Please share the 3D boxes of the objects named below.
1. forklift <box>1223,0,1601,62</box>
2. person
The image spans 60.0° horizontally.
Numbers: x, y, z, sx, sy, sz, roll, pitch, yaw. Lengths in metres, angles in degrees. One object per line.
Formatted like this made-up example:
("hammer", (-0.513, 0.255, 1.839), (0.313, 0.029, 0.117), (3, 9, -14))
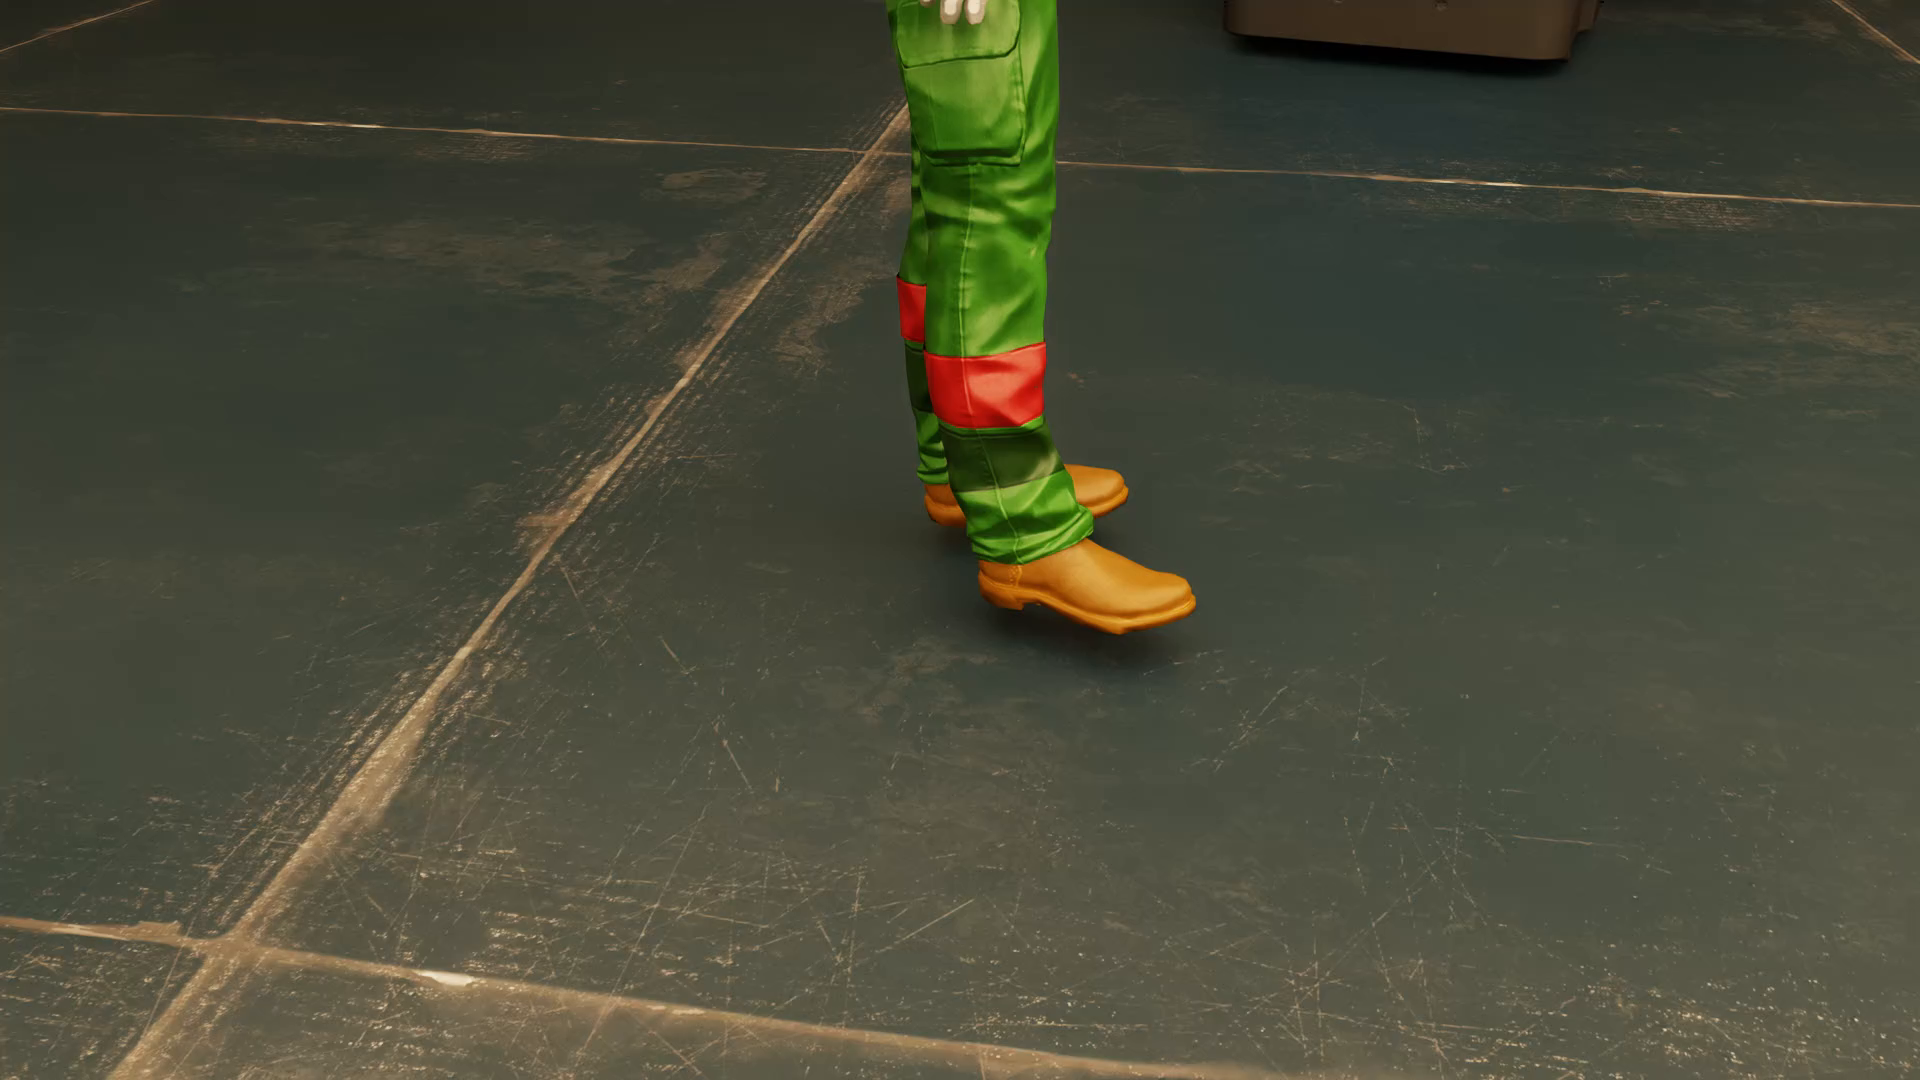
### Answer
("forklift", (1.870, -3.393, 5.598), (1.130, 2.935, 3.031), (11, 31, 20))
("person", (0.077, -0.812, 2.020), (0.561, 1.789, 0.637), (5, 29, 9))
